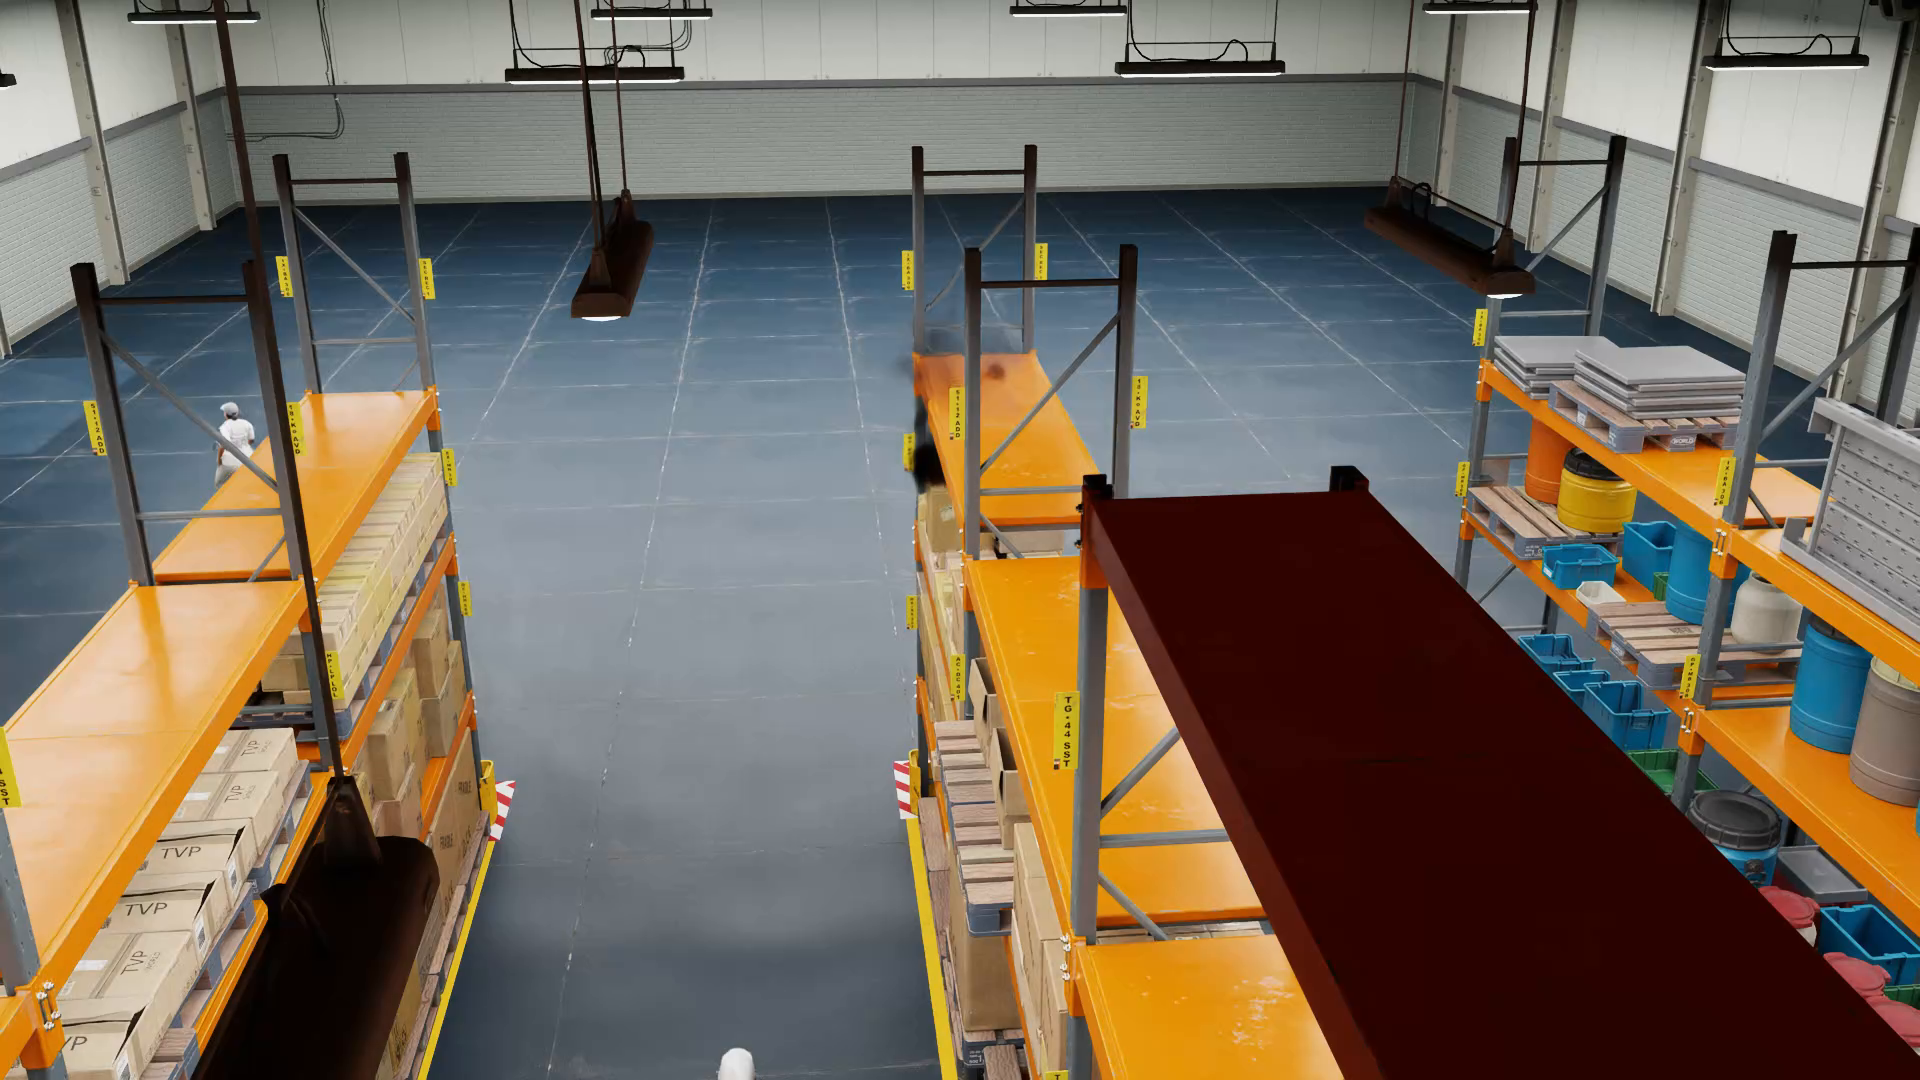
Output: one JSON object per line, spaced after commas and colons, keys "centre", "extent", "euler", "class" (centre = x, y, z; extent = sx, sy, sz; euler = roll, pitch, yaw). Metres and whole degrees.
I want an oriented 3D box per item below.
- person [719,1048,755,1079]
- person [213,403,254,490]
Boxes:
{"centre": [-1.292, 3.754, 9.860], "extent": [0.717, 1.721, 0.578], "euler": [-4, 22, -11], "class": "person"}
{"centre": [-9.564, -0.994, 21.975], "extent": [0.706, 1.686, 0.610], "euler": [16, 27, 35], "class": "person"}
